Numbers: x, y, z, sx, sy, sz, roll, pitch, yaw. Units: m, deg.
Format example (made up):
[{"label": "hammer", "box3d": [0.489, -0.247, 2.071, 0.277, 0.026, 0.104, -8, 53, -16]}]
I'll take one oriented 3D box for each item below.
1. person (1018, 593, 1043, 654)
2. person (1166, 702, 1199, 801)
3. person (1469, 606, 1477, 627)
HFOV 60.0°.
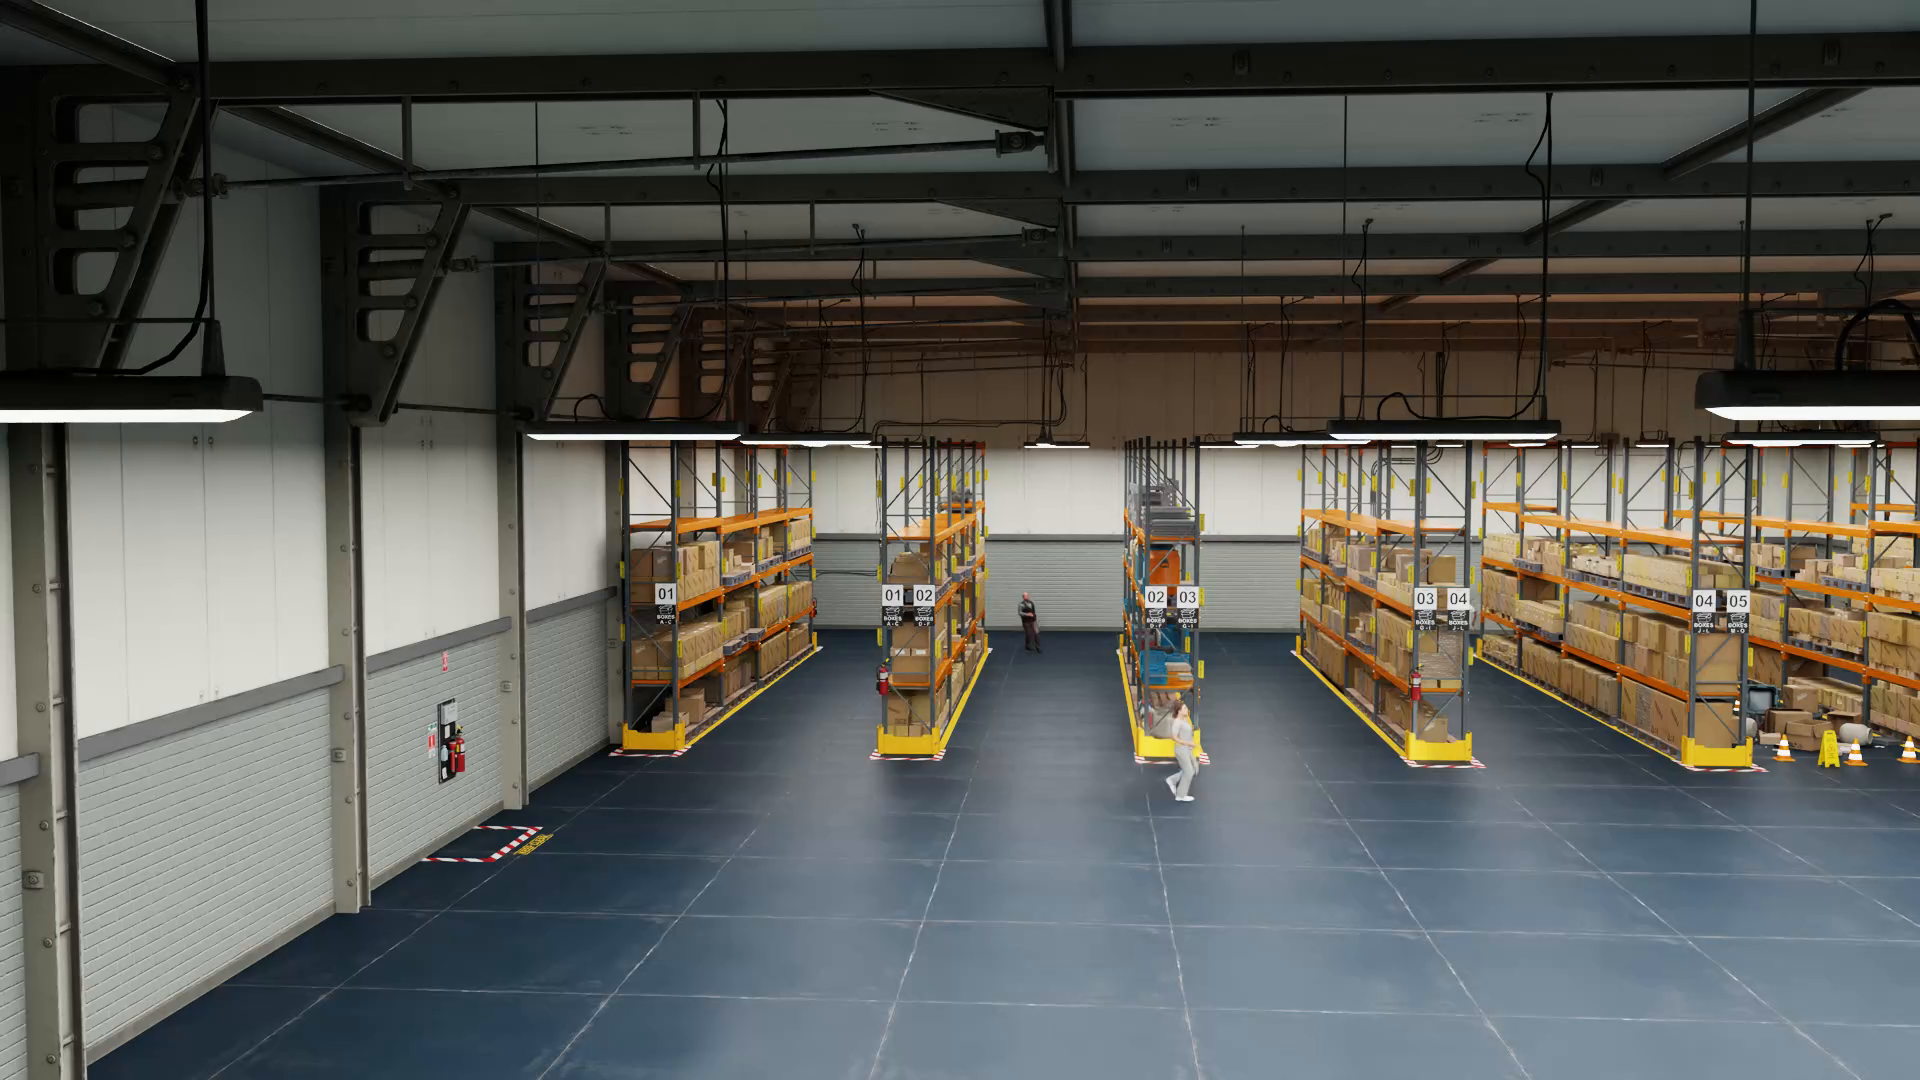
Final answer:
[{"label": "person", "box3d": [1.948, 2.345, 47.044, 0.656, 1.712, 0.871, -1, 3, -24]}, {"label": "person", "box3d": [3.634, 3.452, 27.174, 0.584, 1.620, 0.561, 1, 3, 25]}, {"label": "person", "box3d": [14.273, 2.380, 47.161, 0.656, 1.689, 0.633, -2, 4, -31]}]
